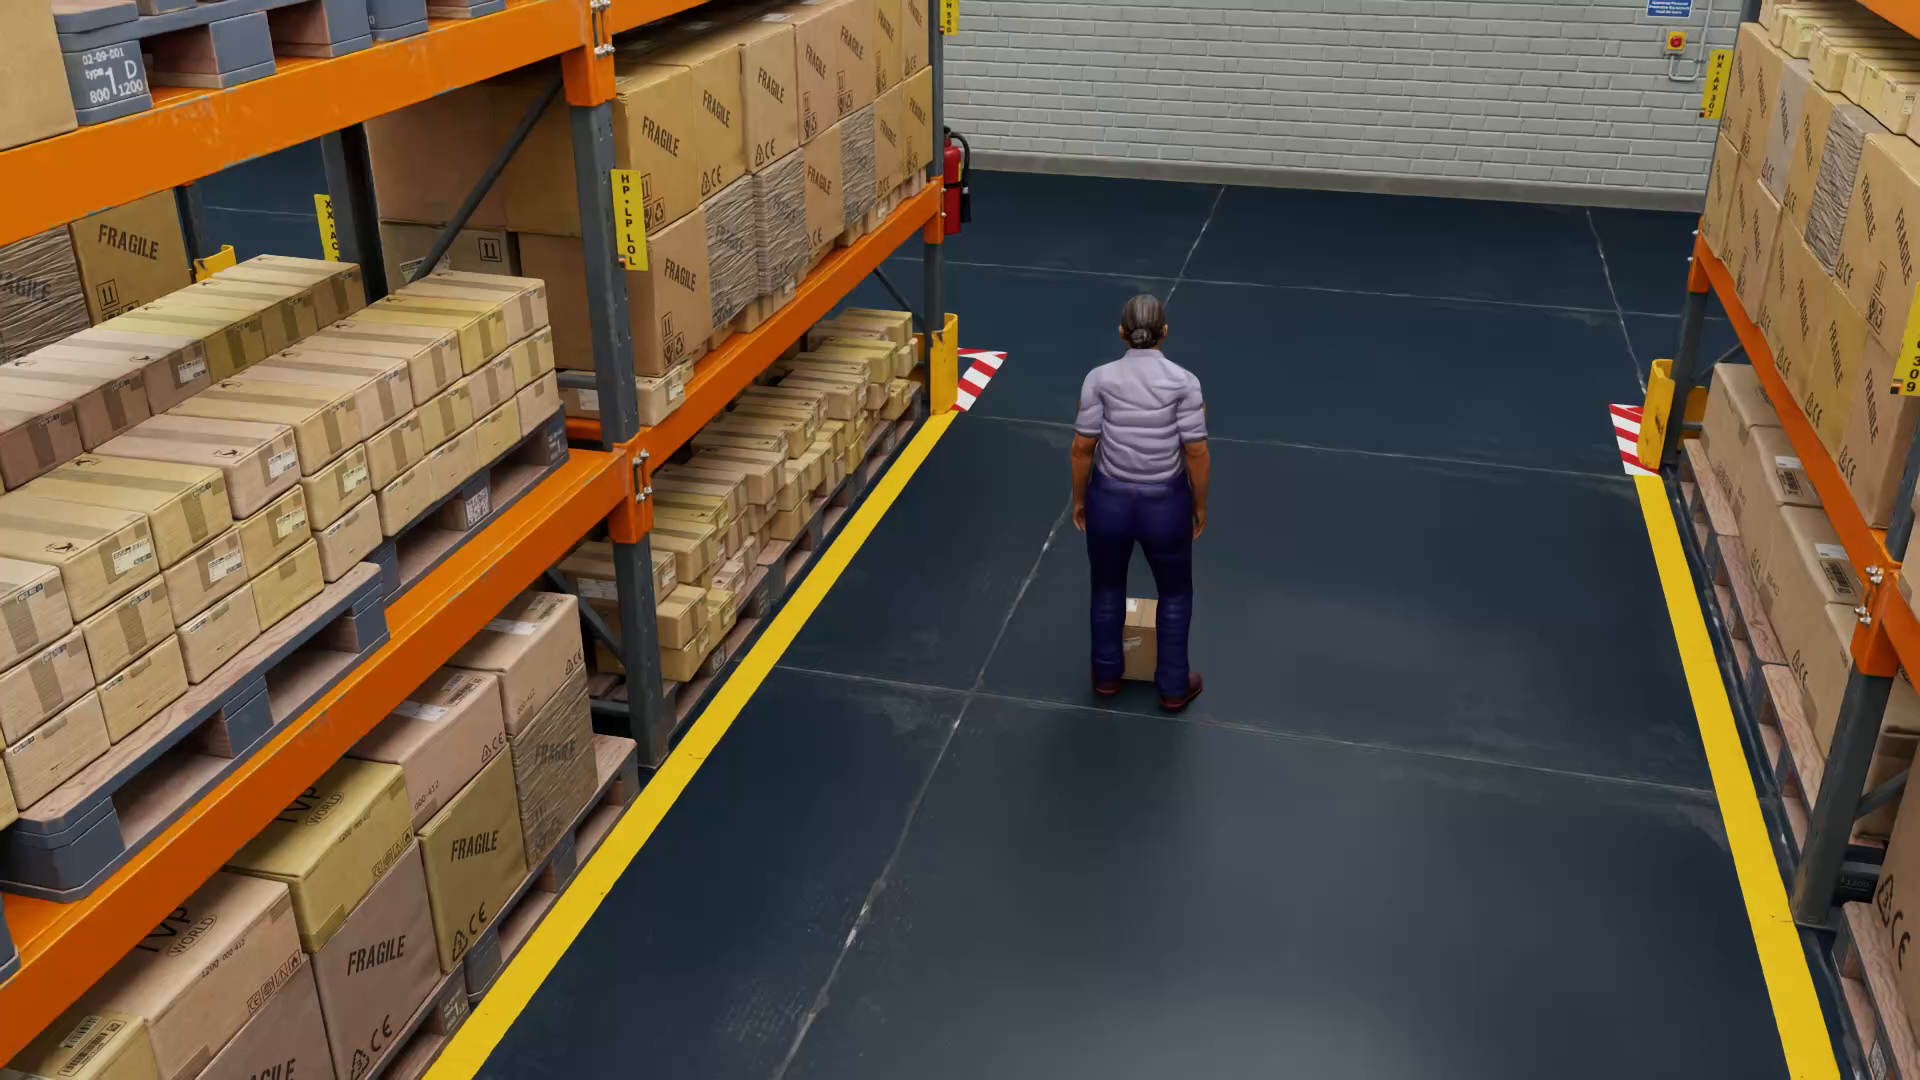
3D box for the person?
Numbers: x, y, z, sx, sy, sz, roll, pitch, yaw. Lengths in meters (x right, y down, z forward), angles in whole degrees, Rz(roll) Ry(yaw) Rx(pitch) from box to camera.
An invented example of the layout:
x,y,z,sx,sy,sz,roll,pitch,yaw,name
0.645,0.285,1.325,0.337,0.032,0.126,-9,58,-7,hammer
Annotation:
x,y,z,sx,sy,sz,roll,pitch,yaw,name
0.702,-0.132,6.398,0.551,1.650,0.425,5,26,11,person
